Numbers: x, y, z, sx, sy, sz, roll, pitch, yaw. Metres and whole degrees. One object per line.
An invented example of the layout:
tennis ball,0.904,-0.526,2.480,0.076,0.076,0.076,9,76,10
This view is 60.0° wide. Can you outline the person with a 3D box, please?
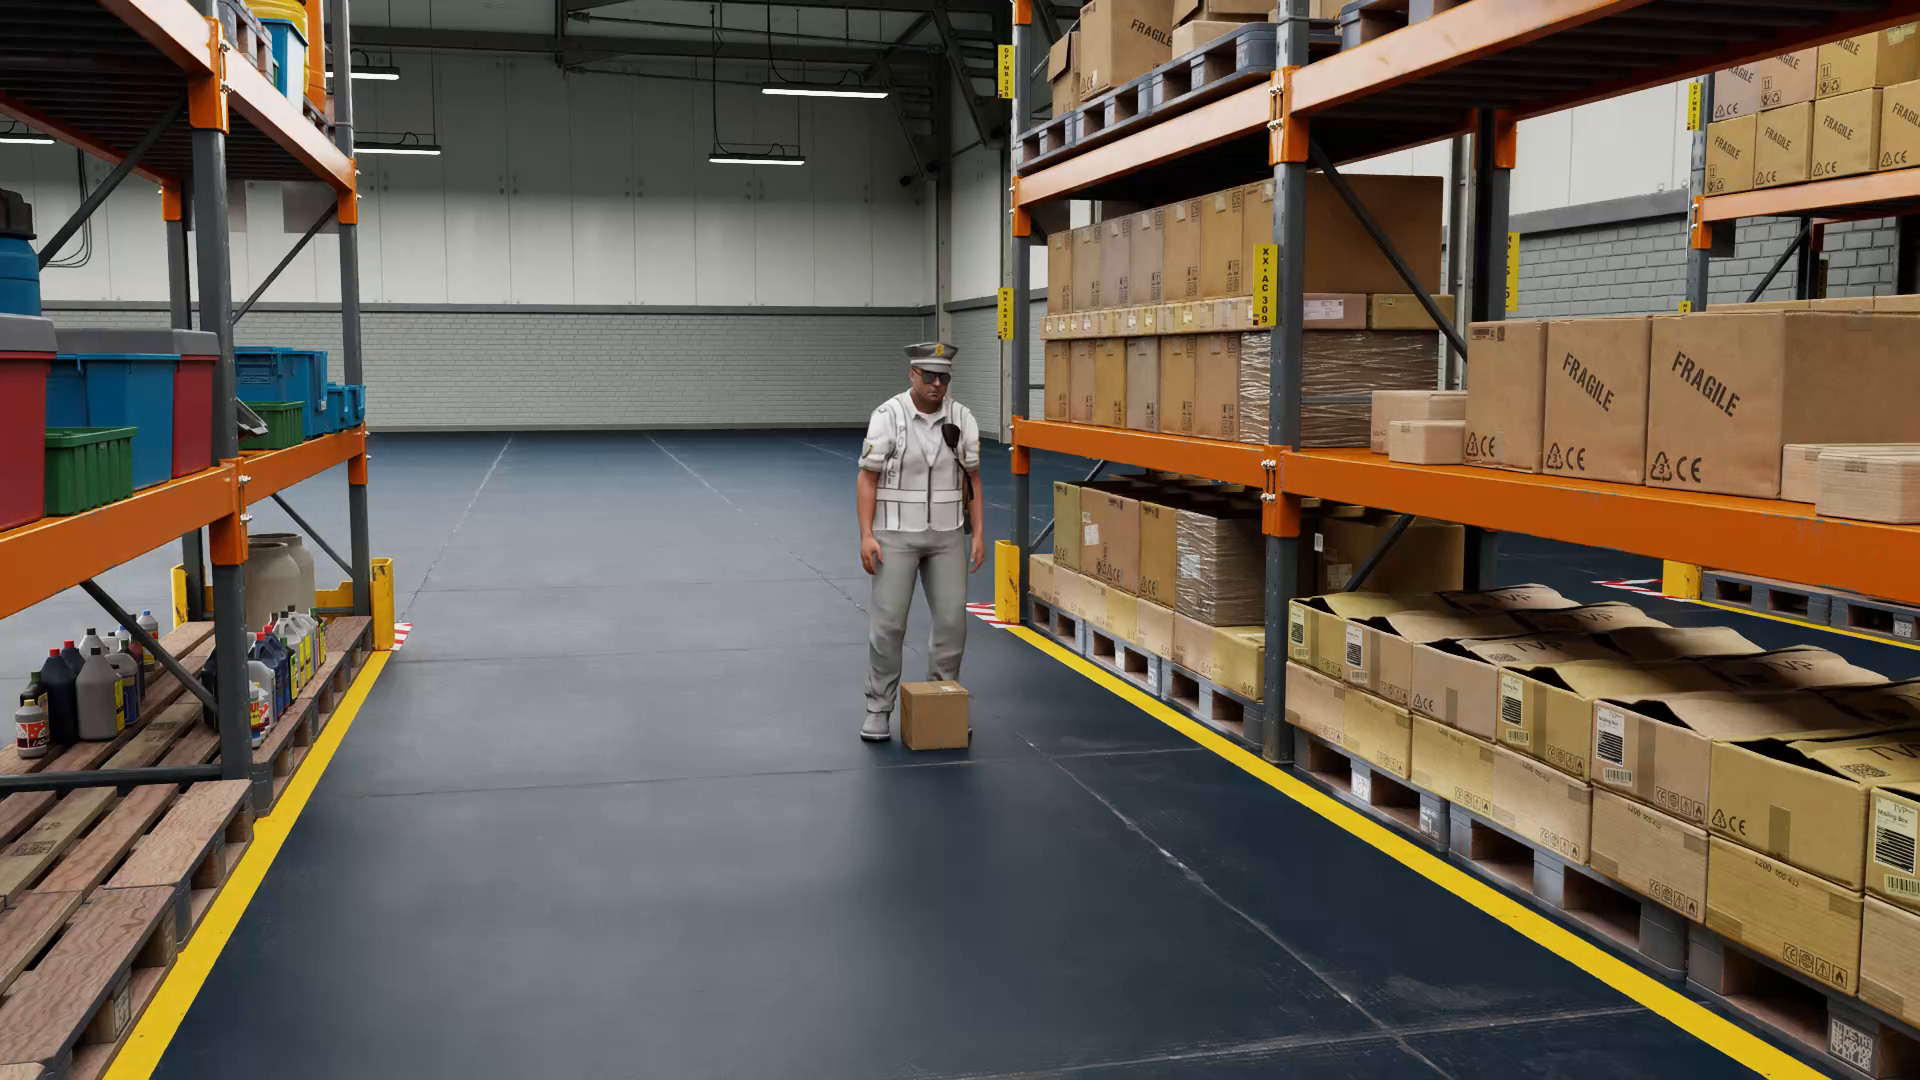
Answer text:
person,-0.180,-0.008,7.474,0.606,1.750,0.443,-2,6,-17
